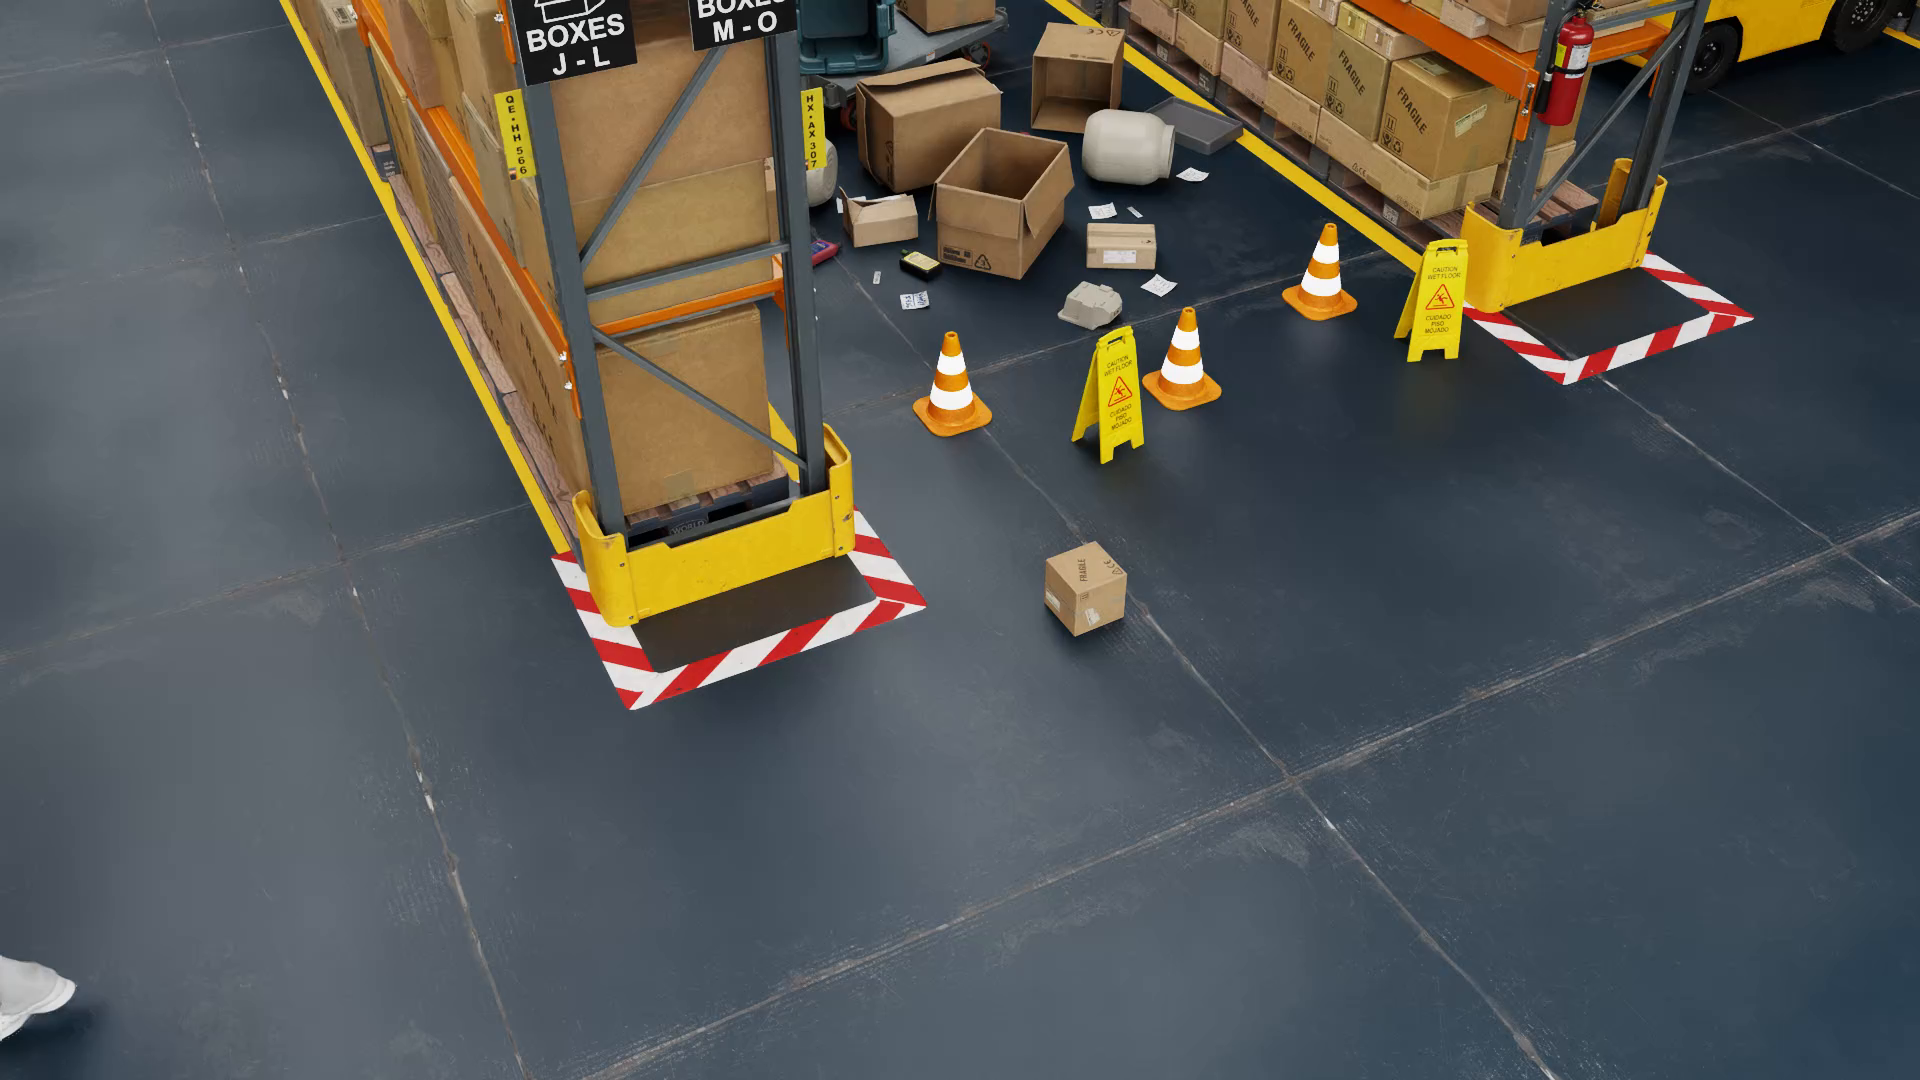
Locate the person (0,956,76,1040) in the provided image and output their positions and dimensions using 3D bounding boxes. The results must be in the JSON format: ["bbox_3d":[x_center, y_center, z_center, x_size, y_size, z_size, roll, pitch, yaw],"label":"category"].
[{"bbox_3d":[-3.449,1.138,4.846,1.147,1.725,0.564,-19,44,-21],"label":"person"}]
